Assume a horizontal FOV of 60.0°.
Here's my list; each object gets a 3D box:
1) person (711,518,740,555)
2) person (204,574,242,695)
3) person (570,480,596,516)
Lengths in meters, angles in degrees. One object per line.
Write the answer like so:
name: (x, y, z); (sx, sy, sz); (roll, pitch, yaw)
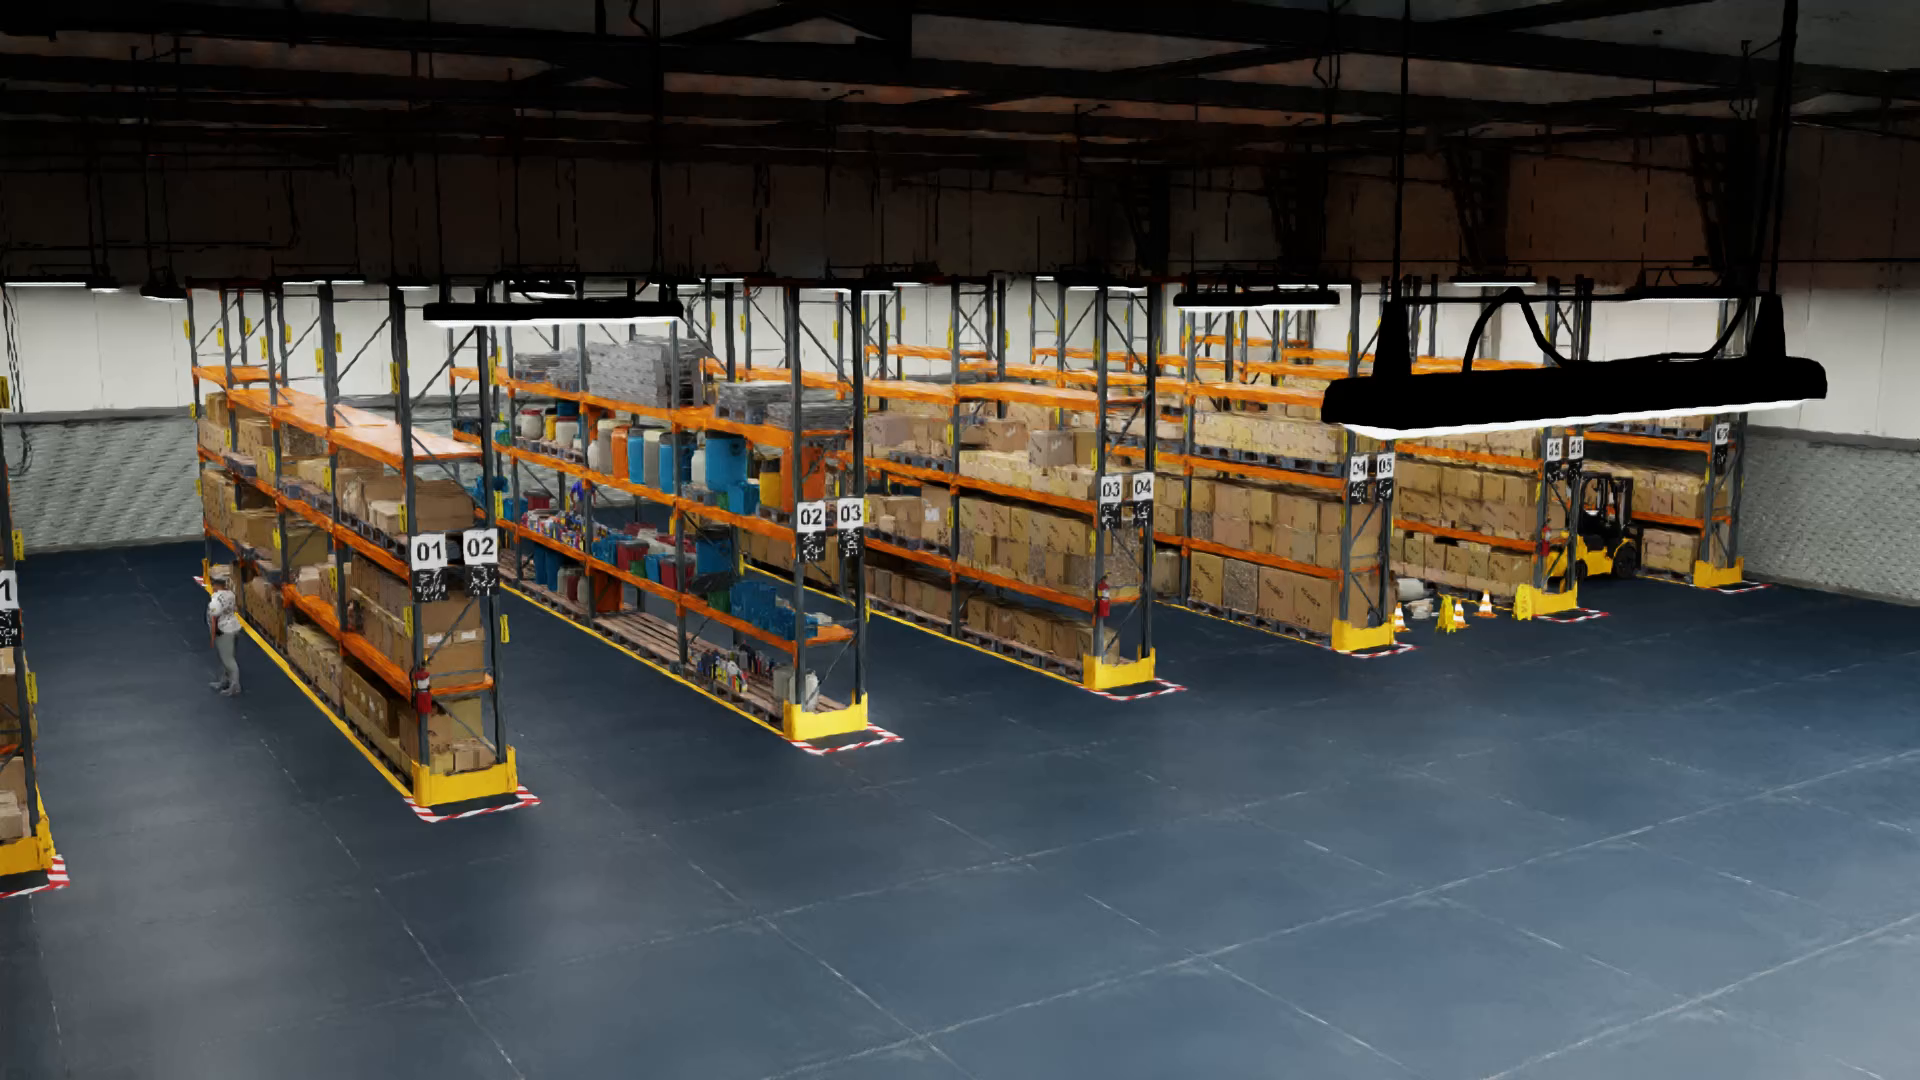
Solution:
person: (-4.625, -0.006, 32.731); (0.610, 1.763, 0.456); (5, 11, 30)
person: (-10.888, 1.371, 24.516); (0.586, 1.748, 0.654); (0, 10, 0)
person: (-8.610, -0.800, 38.035); (0.592, 1.590, 0.518); (-7, 12, -34)
